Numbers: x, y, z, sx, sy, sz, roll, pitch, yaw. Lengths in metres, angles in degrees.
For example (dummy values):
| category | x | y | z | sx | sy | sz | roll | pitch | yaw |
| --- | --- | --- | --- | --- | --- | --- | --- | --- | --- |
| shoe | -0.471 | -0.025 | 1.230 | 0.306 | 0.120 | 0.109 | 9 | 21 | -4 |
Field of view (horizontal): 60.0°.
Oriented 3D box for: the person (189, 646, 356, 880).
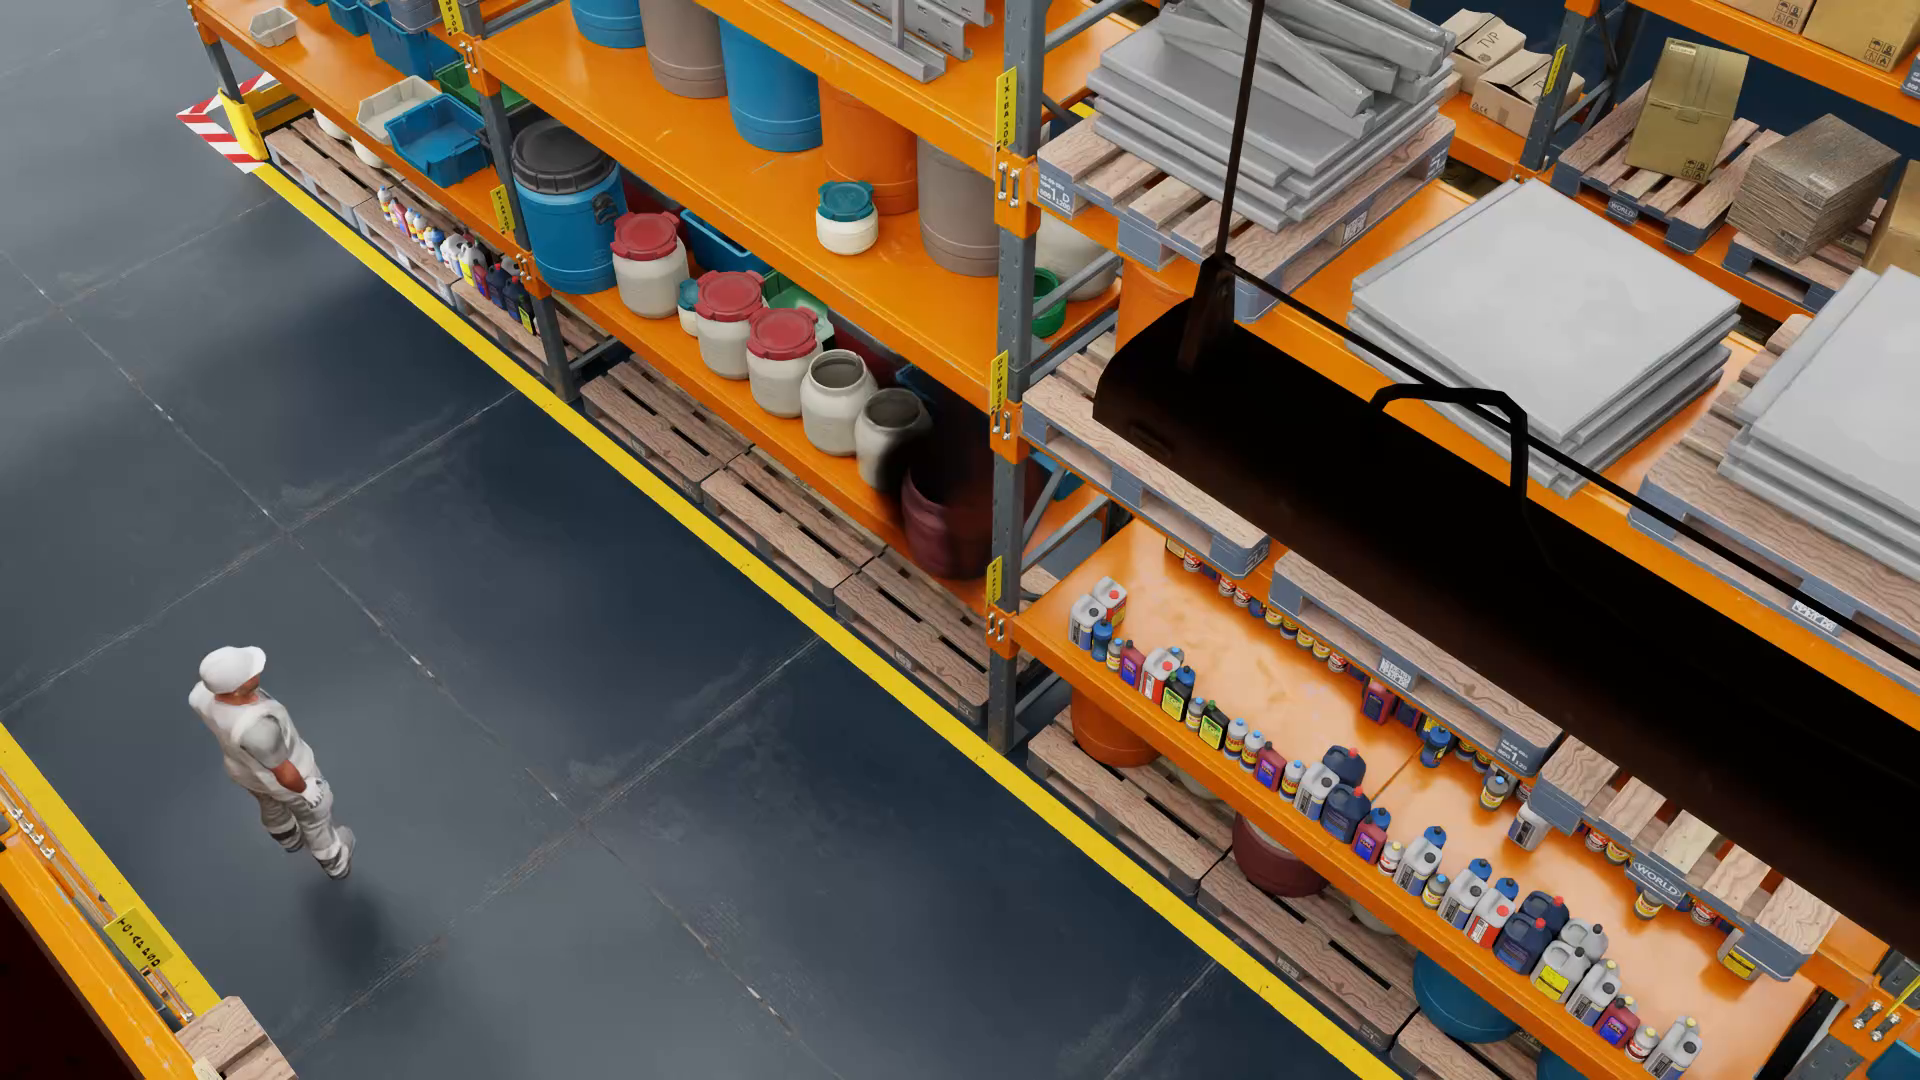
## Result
| category | x | y | z | sx | sy | sz | roll | pitch | yaw |
| --- | --- | --- | --- | --- | --- | --- | --- | --- | --- |
| person | -3.269 | 1.052 | 7.958 | 0.538 | 1.794 | 0.438 | 16 | 52 | 13 |
